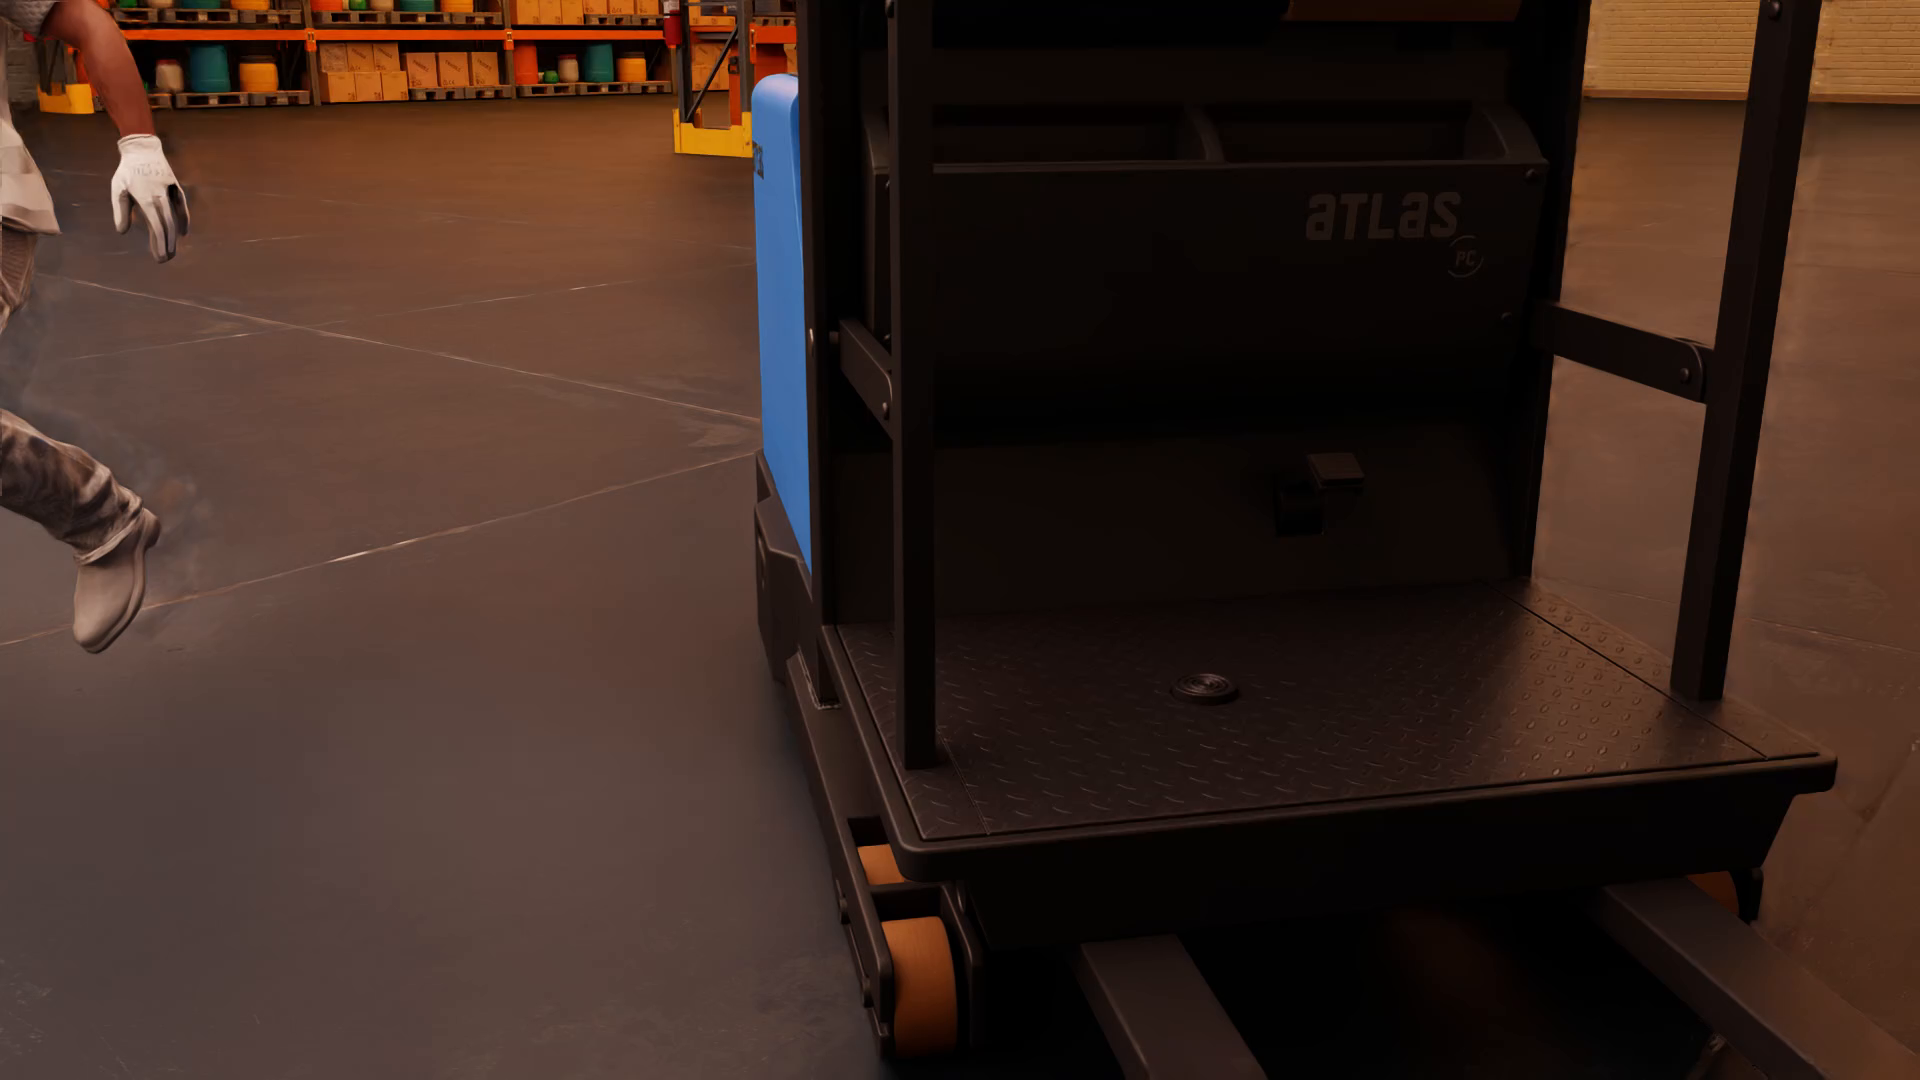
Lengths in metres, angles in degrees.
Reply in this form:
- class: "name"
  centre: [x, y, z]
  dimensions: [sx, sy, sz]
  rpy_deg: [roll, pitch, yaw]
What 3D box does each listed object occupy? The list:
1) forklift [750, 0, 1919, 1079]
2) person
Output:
- class: "forklift"
  centre: [0.373, -0.920, 1.928]
  dimensions: [1.130, 2.935, 3.031]
  rpy_deg: [-3, 17, -11]
- class: "person"
  centre: [-1.945, -0.562, 2.934]
  dimensions: [0.849, 1.676, 0.625]
  rpy_deg: [7, 18, 20]
